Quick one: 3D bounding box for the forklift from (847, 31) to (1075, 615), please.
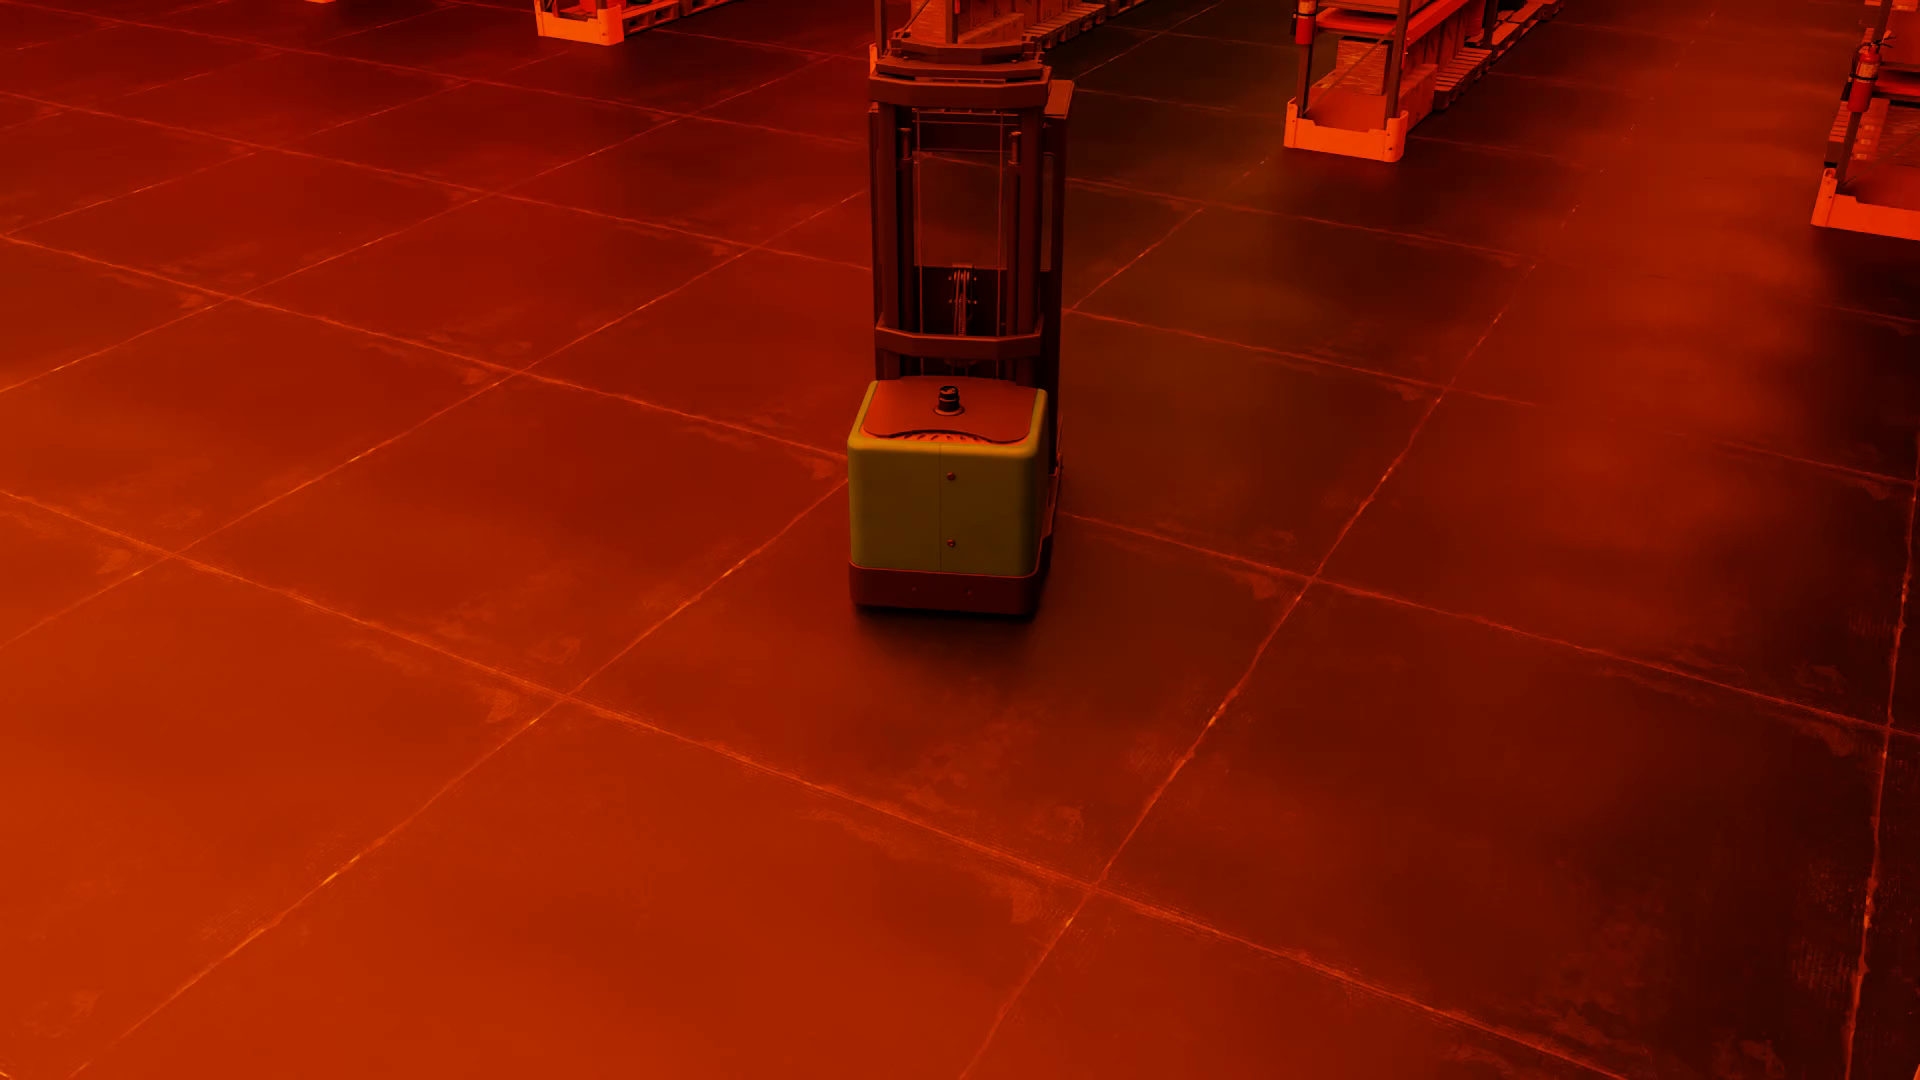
[{"bbox_3d":[0.072,-1.572,9.794,1.130,2.935,3.031,3,30,6],"label":"forklift"}]
